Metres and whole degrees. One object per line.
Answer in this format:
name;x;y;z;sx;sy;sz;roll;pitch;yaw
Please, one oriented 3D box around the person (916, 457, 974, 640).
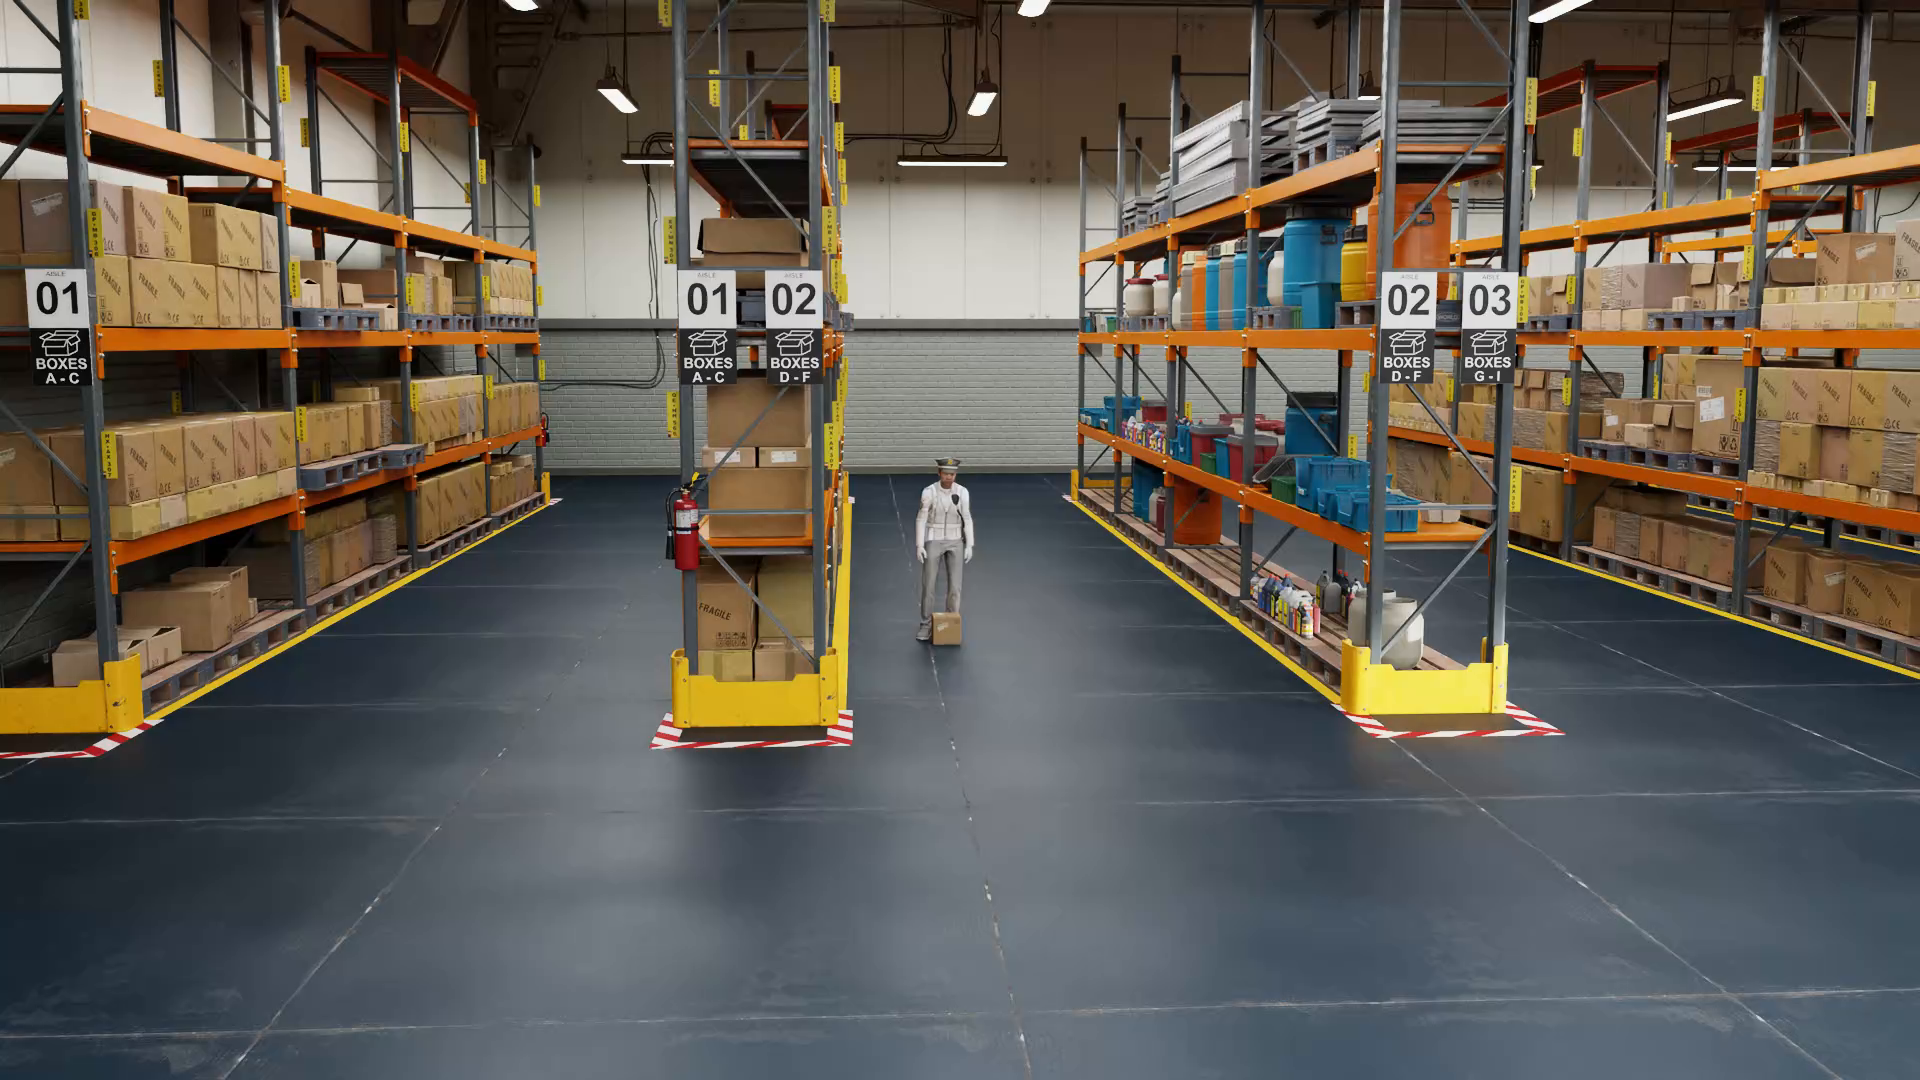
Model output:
person;-0.139;0.072;15.149;0.544;1.663;0.415;-1;7;-7
